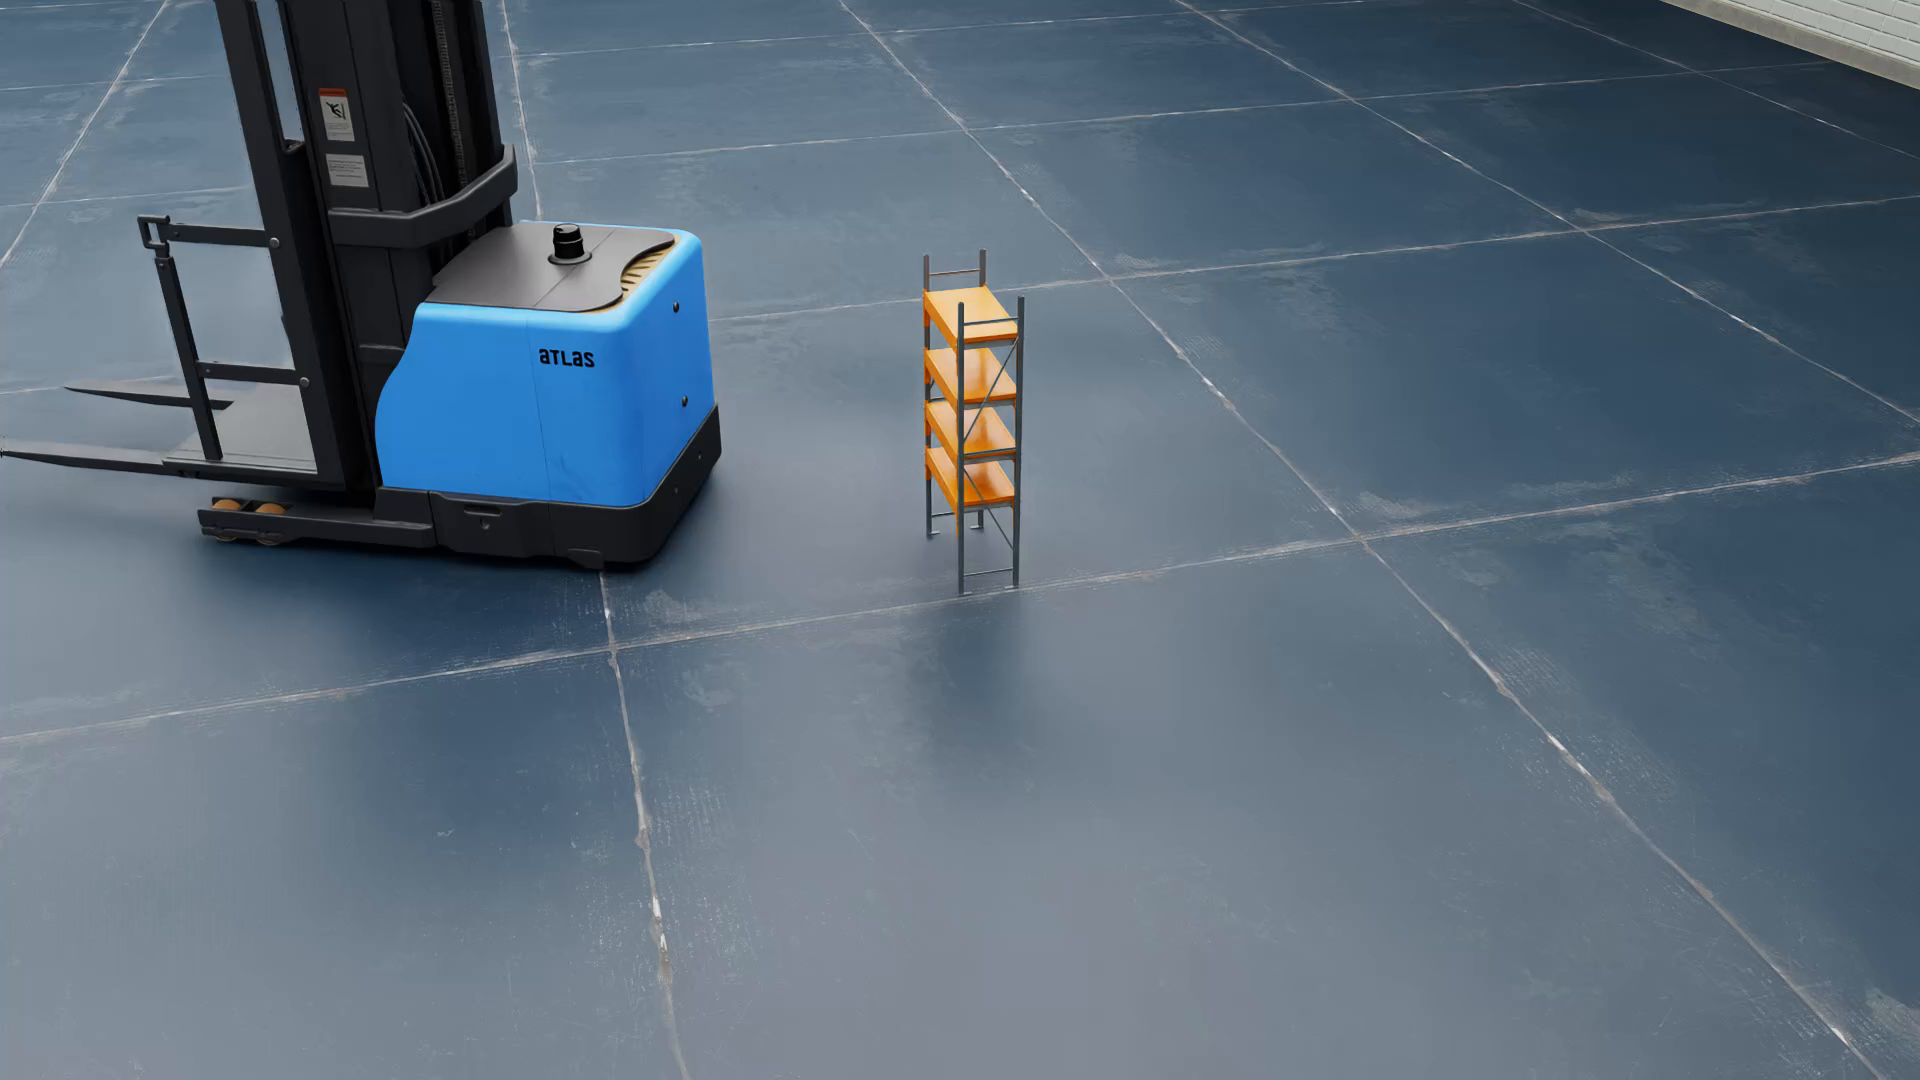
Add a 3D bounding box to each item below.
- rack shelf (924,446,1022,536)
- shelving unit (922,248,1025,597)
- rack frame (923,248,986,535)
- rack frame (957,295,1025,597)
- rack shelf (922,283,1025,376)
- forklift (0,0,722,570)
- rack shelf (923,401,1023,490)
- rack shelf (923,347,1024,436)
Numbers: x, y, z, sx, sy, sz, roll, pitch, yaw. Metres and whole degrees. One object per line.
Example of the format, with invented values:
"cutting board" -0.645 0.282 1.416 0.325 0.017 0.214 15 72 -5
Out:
"rack shelf" 0.044 -0.209 6.444 0.258 0.148 0.480 -8 31 -13
"shelving unit" 0.044 -0.439 6.311 0.258 1.200 0.503 -8 31 -13
"rack frame" -0.021 -0.557 6.515 0.240 1.200 0.015 -8 31 -13
"rack frame" 0.109 -0.321 6.108 0.240 1.200 0.015 -8 31 -13
"rack shelf" 0.044 -0.779 6.114 0.258 0.148 0.480 -8 31 -13
"forklift" -2.607 -1.500 6.416 3.031 2.935 1.130 5 30 9
"rack shelf" 0.044 -0.381 6.345 0.258 0.148 0.480 -8 31 -13
"rack shelf" 0.044 -0.575 6.233 0.258 0.148 0.480 -8 31 -13
